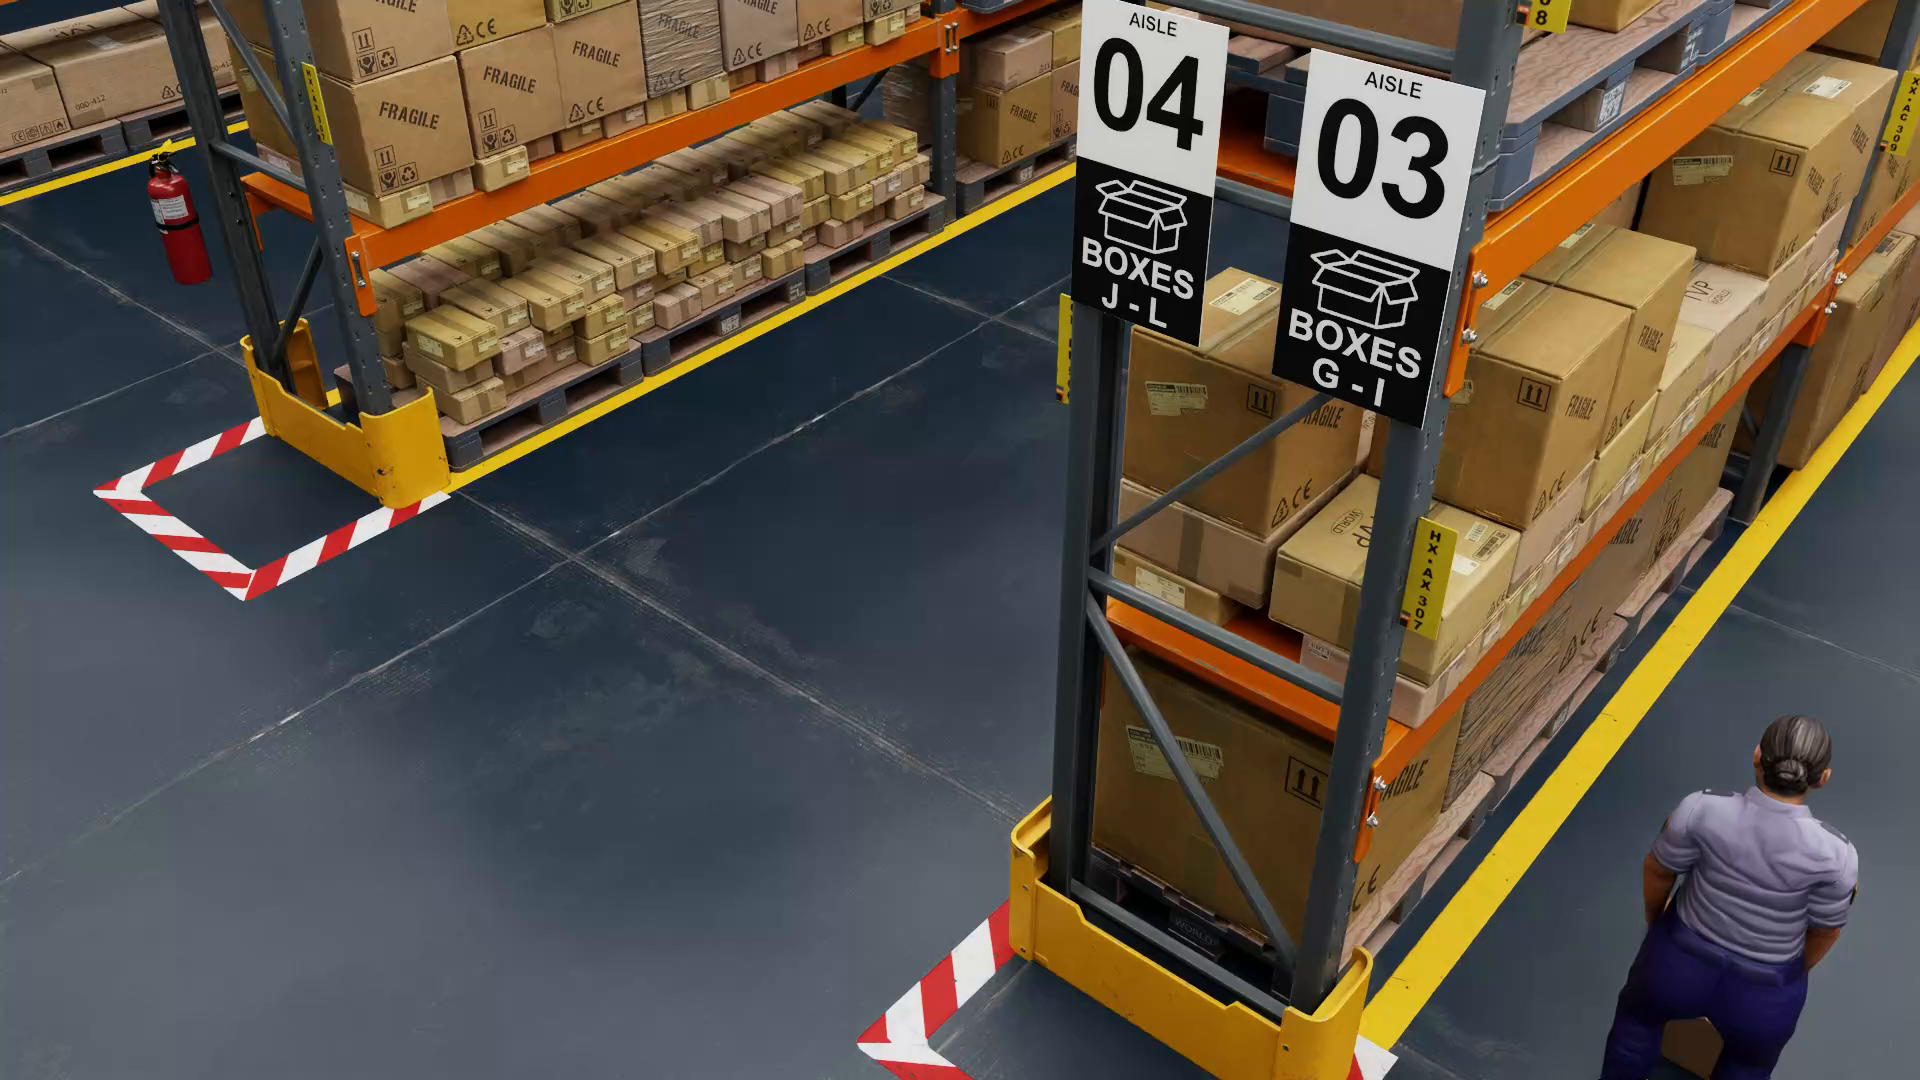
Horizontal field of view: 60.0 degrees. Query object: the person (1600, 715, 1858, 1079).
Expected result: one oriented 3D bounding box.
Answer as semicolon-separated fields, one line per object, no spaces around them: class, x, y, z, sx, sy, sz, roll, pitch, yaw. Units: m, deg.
person;2.064;1.169;4.560;0.496;1.596;0.390;21;40;27
